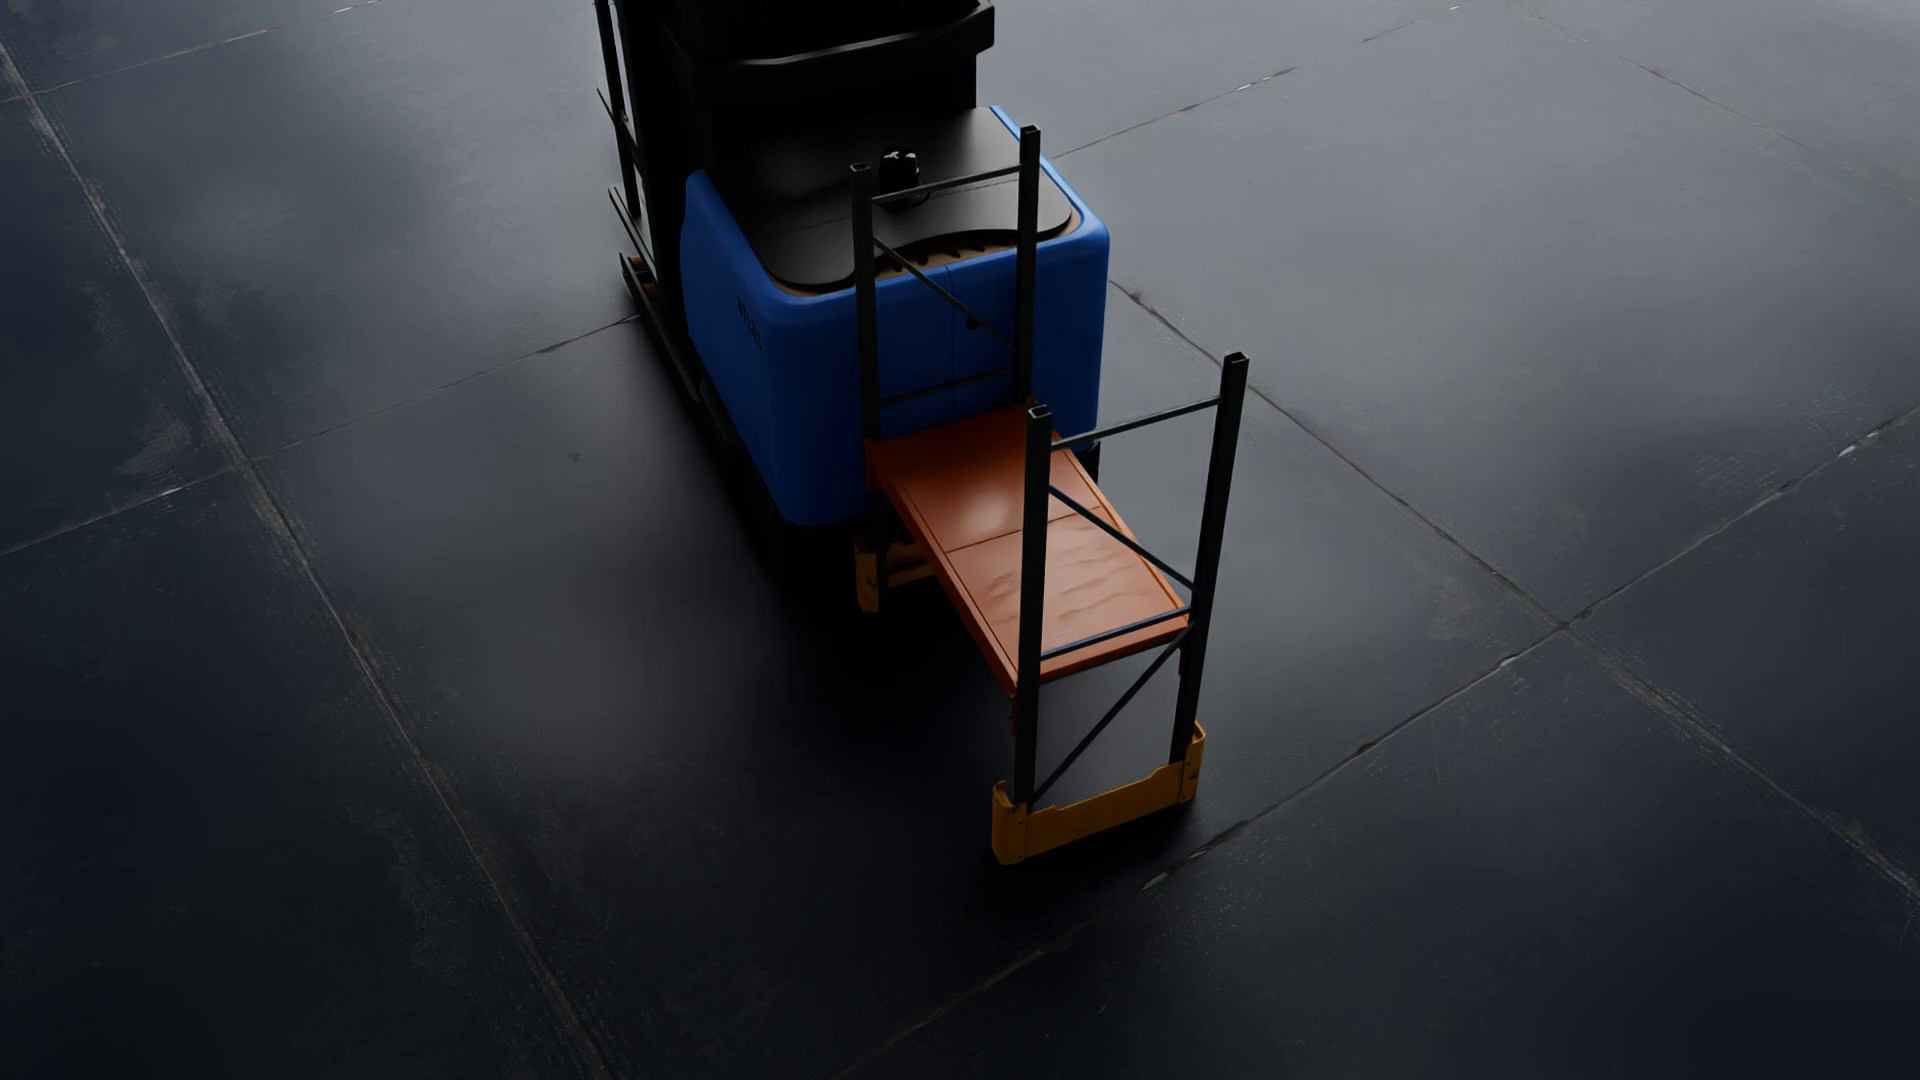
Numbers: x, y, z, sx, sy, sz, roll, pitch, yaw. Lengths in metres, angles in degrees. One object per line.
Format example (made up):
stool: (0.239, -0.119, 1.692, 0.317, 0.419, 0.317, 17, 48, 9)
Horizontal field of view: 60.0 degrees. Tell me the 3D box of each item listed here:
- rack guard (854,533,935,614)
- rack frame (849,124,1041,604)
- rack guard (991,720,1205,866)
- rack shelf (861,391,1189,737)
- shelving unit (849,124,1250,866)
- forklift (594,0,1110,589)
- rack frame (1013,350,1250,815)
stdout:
rack guard: (-0.033, 0.030, 5.038, 0.587, 0.250, 0.087, -17, 46, -17)
rack frame: (-0.033, -0.423, 4.607, 0.500, 1.500, 0.032, -17, 46, -17)
rack guard: (0.363, 0.661, 4.377, 0.587, 0.250, 0.087, -17, 46, -17)
rack shelf: (0.169, 0.029, 4.394, 0.538, 0.185, 1.000, -17, 46, -17)
shelving unit: (0.165, -0.107, 4.276, 0.587, 1.500, 1.083, -17, 46, -17)
forklift: (-0.607, -1.942, 5.162, 1.130, 2.935, 3.031, -16, 46, -16)
rack frame: (0.371, 0.221, 3.932, 0.500, 1.500, 0.032, -17, 46, -17)
